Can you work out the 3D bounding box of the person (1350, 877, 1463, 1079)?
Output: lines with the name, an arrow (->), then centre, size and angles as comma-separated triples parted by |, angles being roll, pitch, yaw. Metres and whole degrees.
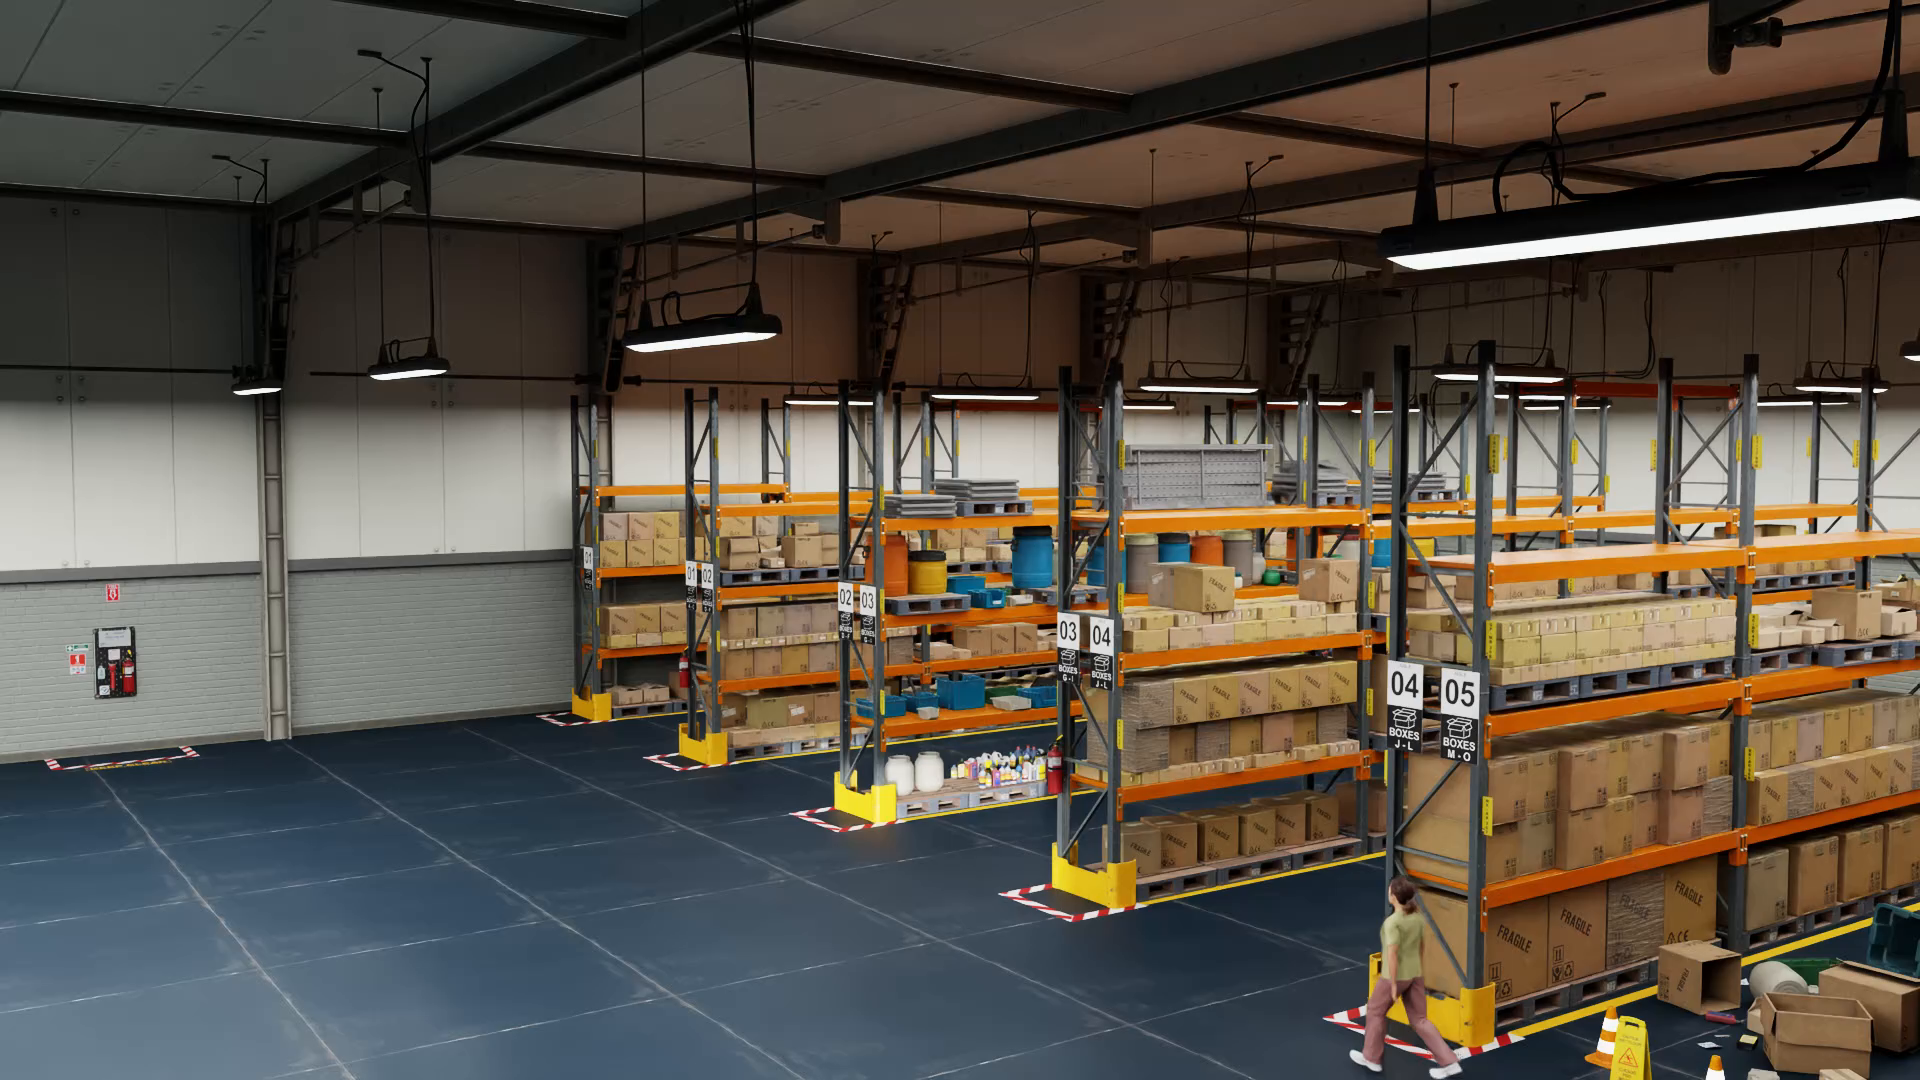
person -> 3.583, 3.534, 13.388 | 0.447, 1.627, 1.002 | -2, 4, -36
